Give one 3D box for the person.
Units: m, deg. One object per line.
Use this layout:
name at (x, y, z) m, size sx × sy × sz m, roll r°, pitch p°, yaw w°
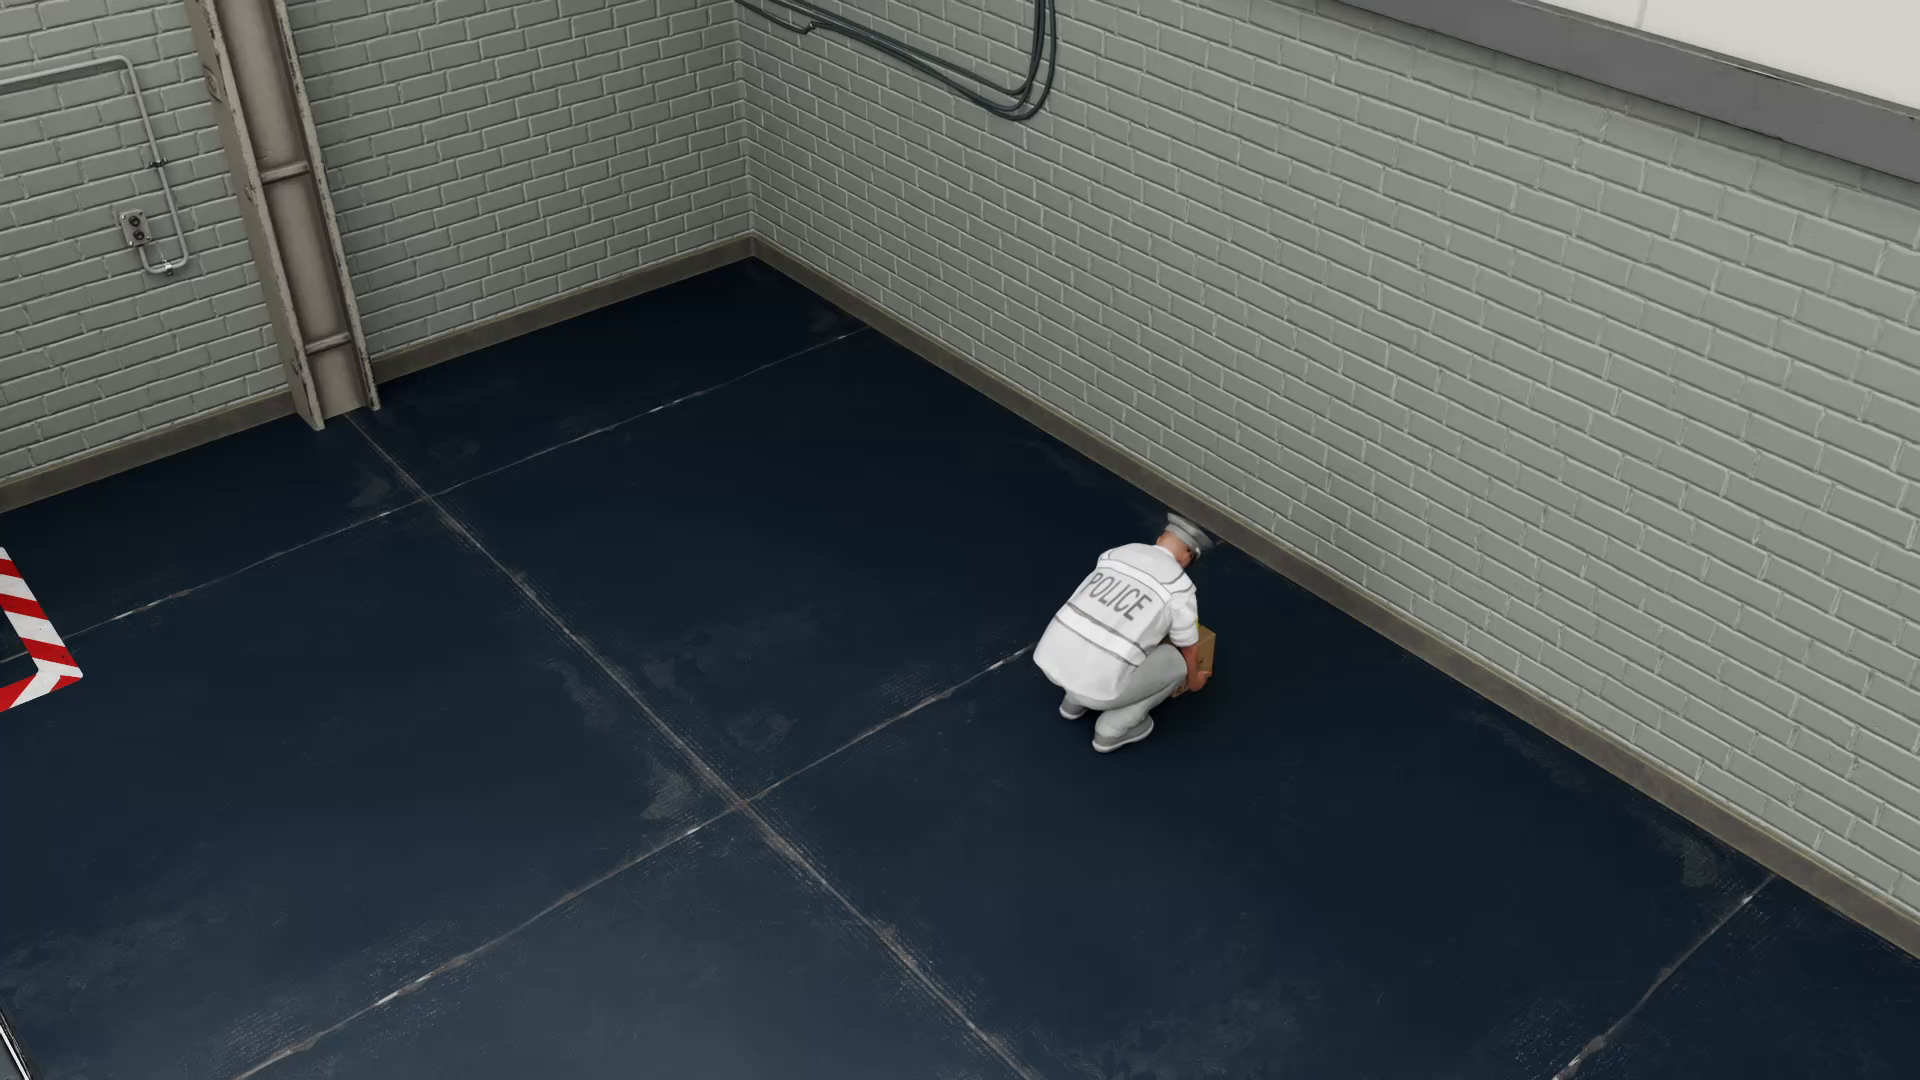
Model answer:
person at (0.755, 0.423, 7.315) m, size 0.974 × 0.899 × 0.549 m, roll -26°, pitch 43°, yaw -32°
